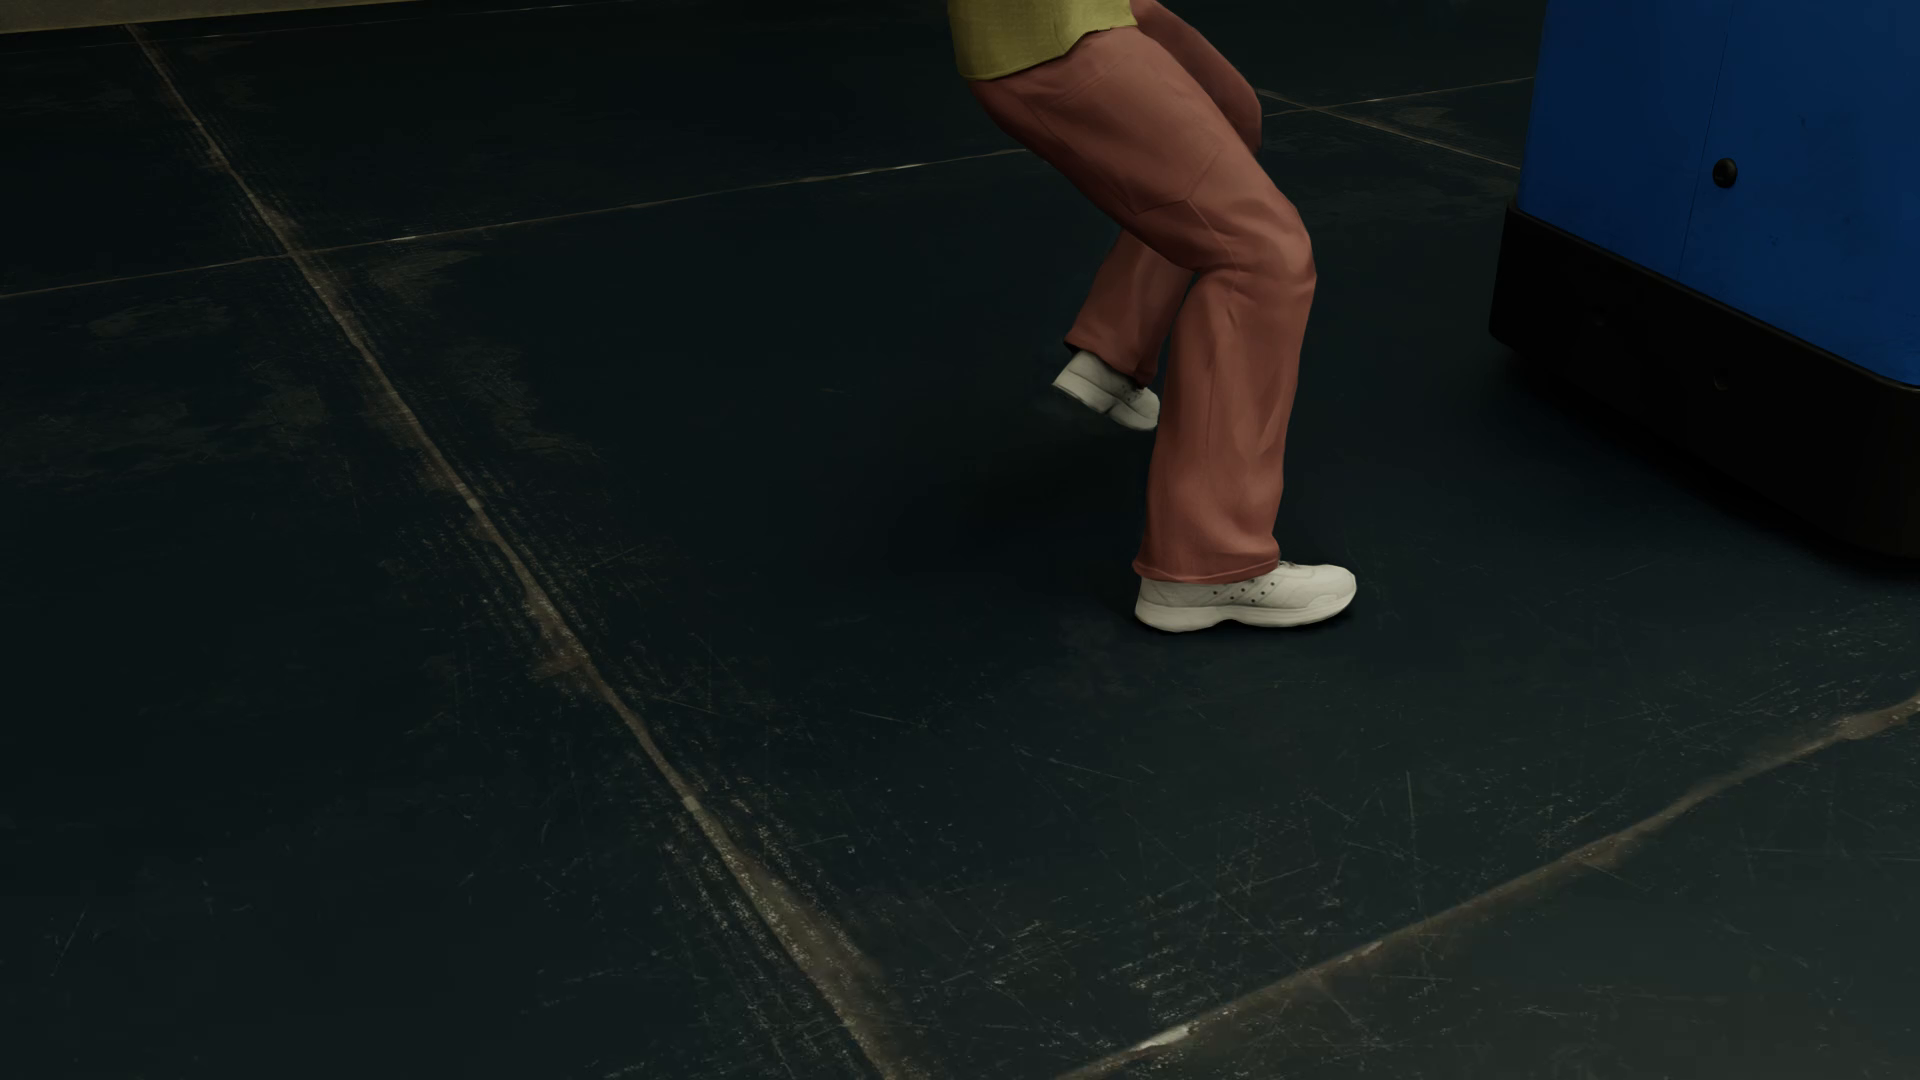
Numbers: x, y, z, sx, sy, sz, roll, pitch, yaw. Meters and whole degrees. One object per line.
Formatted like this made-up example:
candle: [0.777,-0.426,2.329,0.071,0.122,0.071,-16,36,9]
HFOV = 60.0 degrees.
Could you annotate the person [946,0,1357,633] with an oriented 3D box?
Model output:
person: [0.293,-0.720,2.262,0.674,1.495,0.835,-1,27,-2]

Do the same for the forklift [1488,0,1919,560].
forklift: [2.562,-1.627,2.467,3.031,2.935,1.130,-8,28,-15]
